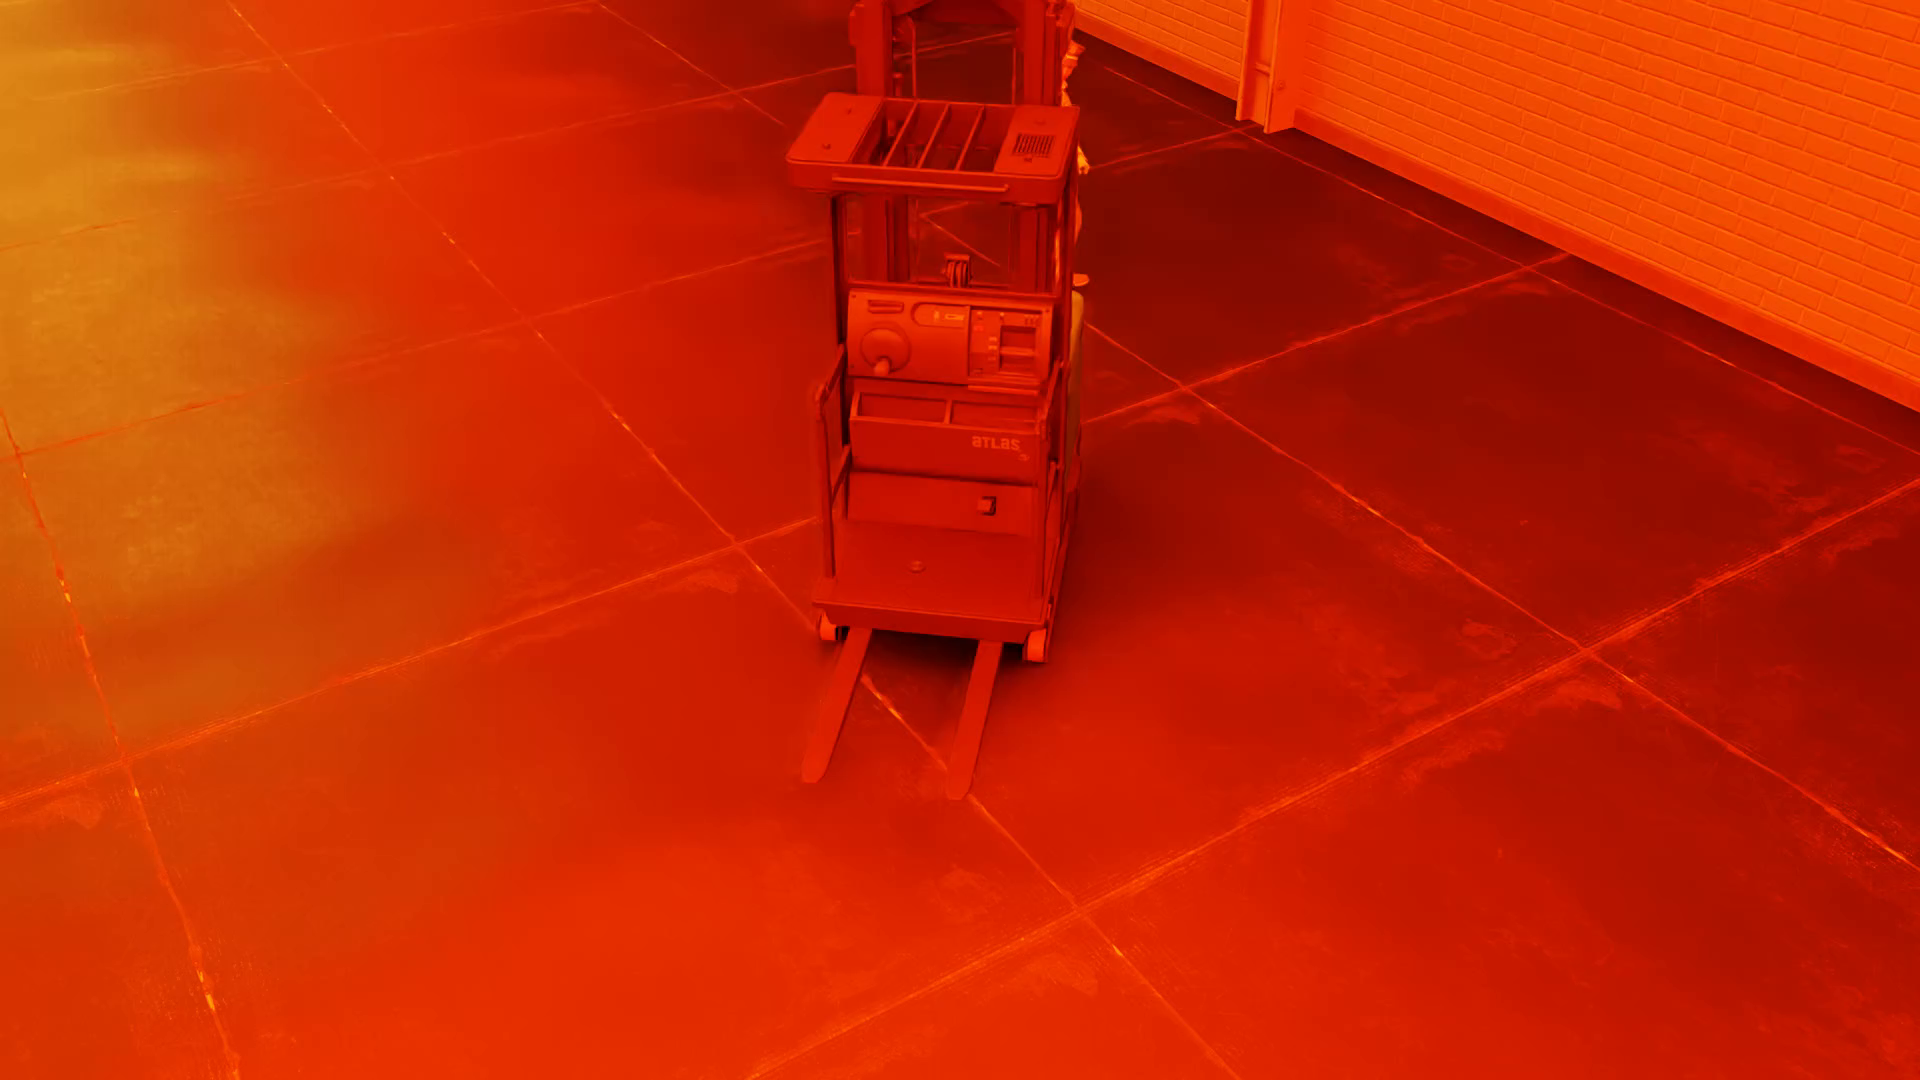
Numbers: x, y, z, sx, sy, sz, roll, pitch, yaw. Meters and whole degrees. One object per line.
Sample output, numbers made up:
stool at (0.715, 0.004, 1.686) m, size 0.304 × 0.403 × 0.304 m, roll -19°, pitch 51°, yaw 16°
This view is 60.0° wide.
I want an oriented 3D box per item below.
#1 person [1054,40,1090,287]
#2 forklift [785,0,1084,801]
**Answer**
person at (0.620, -2.443, 10.777) m, size 0.482 × 1.632 × 0.712 m, roll -1°, pitch 35°, yaw -2°
forklift at (-0.081, -0.844, 7.348) m, size 1.130 × 2.935 × 3.031 m, roll 5°, pitch 35°, yaw 8°
